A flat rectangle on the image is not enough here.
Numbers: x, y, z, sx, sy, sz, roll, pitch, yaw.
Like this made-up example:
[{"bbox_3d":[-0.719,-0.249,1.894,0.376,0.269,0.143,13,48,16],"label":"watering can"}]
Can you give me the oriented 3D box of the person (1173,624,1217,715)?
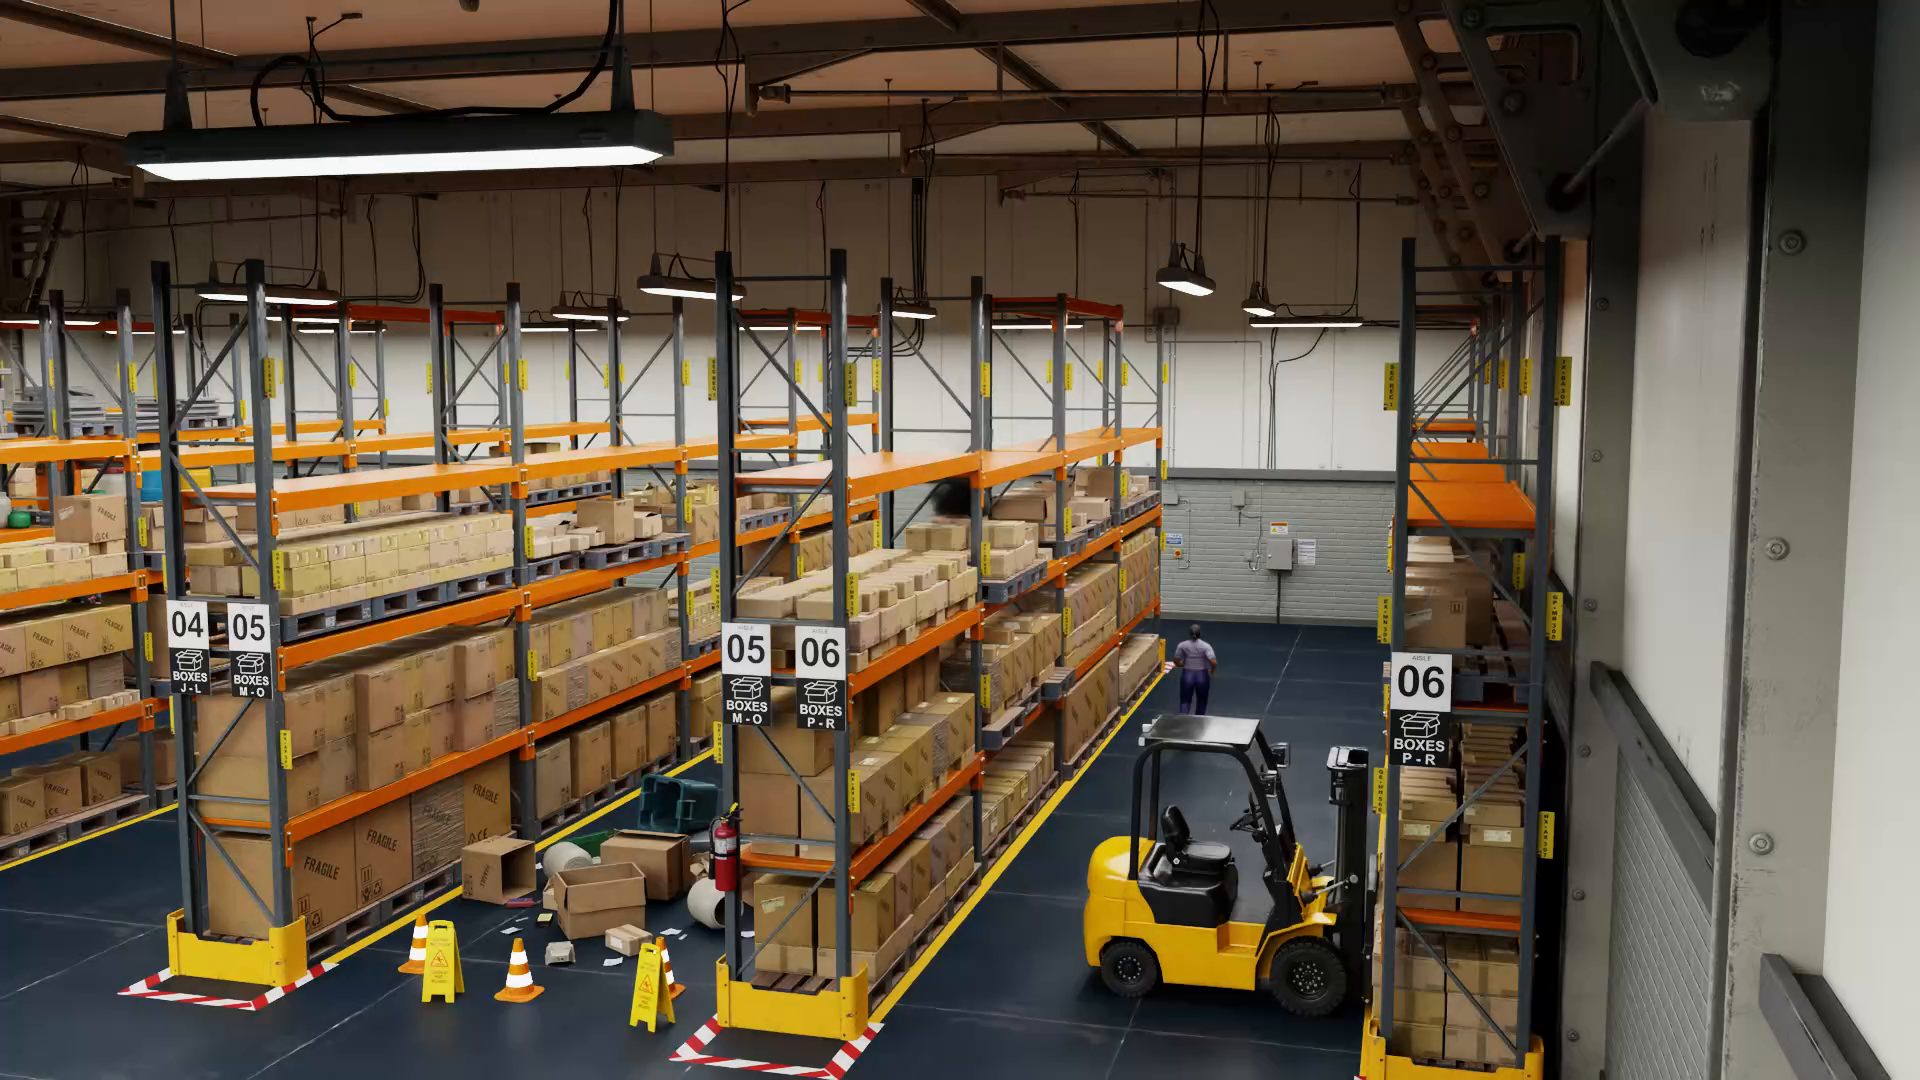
[{"bbox_3d":[3.242,1.947,22.925,0.615,1.602,0.727,2,6,15],"label":"person"}]
